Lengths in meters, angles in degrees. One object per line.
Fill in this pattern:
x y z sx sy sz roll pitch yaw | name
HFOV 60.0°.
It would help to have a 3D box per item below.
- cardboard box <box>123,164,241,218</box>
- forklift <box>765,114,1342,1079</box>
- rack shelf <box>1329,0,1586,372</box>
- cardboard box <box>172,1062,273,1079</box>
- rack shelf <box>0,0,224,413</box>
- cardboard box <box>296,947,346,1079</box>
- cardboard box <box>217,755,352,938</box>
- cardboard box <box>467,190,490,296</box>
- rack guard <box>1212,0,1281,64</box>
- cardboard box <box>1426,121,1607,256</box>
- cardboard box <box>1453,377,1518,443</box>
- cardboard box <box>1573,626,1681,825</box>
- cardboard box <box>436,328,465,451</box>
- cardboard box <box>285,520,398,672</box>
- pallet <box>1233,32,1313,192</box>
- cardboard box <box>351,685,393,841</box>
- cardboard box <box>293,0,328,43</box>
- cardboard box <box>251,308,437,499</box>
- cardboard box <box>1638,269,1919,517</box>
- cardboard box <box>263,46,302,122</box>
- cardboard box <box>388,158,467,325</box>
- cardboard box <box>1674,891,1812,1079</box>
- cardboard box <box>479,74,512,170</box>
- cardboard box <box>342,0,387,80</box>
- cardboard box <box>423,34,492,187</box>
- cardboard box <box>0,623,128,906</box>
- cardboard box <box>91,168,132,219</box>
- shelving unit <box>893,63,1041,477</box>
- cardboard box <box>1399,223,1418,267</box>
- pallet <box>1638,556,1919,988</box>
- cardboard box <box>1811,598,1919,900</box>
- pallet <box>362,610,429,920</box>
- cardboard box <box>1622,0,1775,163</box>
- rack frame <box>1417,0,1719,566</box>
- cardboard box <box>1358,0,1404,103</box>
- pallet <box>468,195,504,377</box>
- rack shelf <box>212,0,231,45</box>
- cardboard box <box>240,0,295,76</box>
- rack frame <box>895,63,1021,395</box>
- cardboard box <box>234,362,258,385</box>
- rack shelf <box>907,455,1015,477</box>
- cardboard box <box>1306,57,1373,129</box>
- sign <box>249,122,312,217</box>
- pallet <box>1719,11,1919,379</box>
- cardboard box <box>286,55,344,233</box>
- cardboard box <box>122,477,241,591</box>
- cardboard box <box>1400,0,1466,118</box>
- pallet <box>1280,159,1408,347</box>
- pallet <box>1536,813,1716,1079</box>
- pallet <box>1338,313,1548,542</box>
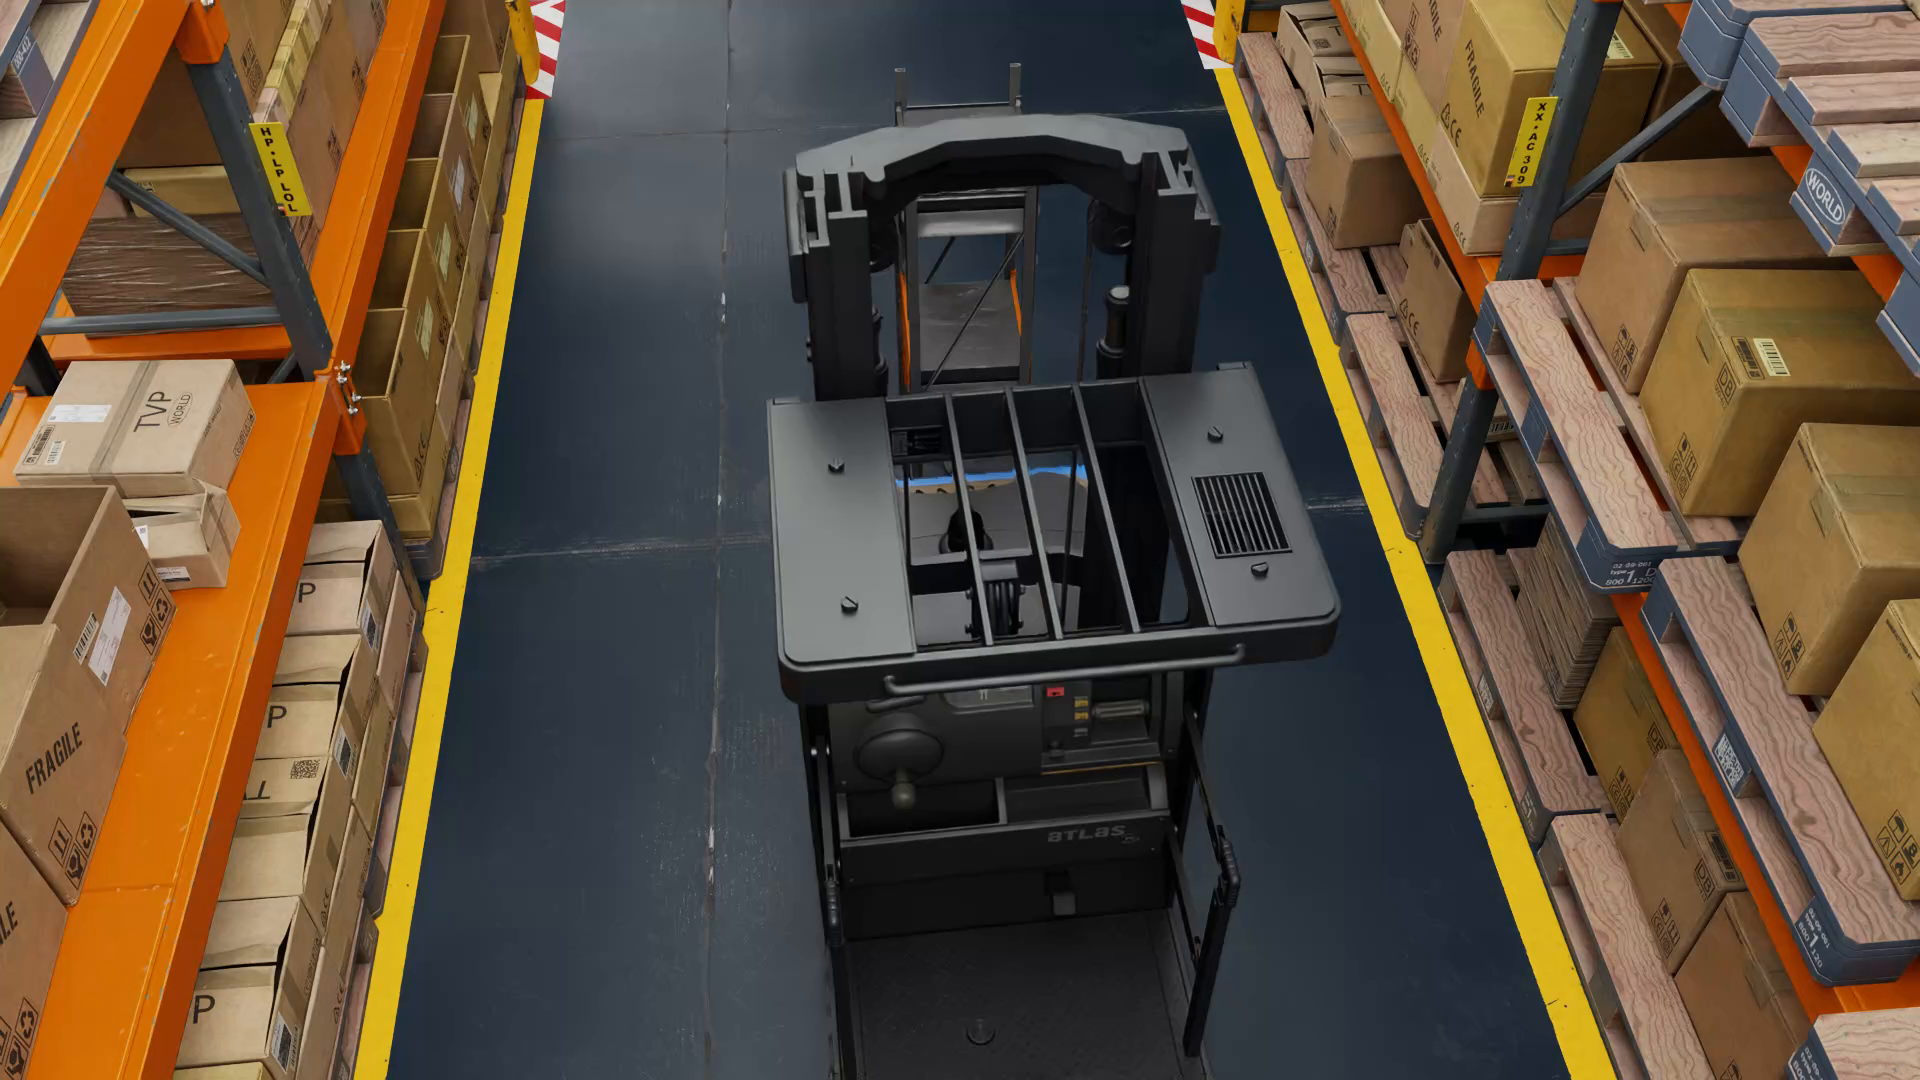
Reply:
-2.410 -1.162 5.269 0.380 0.149 0.250 -4 47 -3 | cardboard box
0.149 0.574 4.188 1.130 2.935 3.031 -5 47 -5 | forklift
2.188 -2.202 7.265 1.077 0.370 4.000 -3 47 -3 | rack shelf
-2.090 1.658 4.332 0.500 0.311 0.500 -5 47 -4 | cardboard box
-2.413 -0.035 3.147 1.077 0.370 4.000 -3 47 -3 | rack shelf
-2.132 1.490 4.878 0.500 0.250 0.500 -3 47 -2 | cardboard box
-2.172 0.923 5.028 0.500 0.311 0.500 -4 47 -3 | cardboard box
-2.439 -1.337 7.555 0.500 0.250 0.500 -3 47 -3 | cardboard box
2.027 -2.982 9.230 1.175 0.500 0.348 -3 47 -3 | rack guard
2.014 -1.282 5.987 0.500 0.250 0.500 -3 47 -3 | cardboard box
2.281 -0.564 6.867 0.380 0.166 0.250 -9 47 -8 | cardboard box
2.527 0.608 5.526 0.700 0.500 0.500 -4 47 -4 | cardboard box
-2.354 -0.613 6.869 0.500 0.250 0.500 -3 47 -3 | cardboard box
-2.261 0.185 5.727 0.500 0.311 0.500 -3 47 -3 | cardboard box
2.060 -2.292 8.776 1.003 0.211 1.213 -3 47 -3 | pallet
-2.216 0.751 5.577 0.500 0.250 0.500 -4 47 -4 | cardboard box
-2.497 -1.901 5.969 0.380 0.149 0.250 -5 47 -5 | cardboard box
-2.307 -0.510 6.255 0.500 0.500 0.500 -3 47 -3 | cardboard box
2.404 -0.413 4.703 0.700 0.500 0.500 1 47 1 | cardboard box
-2.455 -1.530 5.618 0.380 0.149 0.250 -5 47 -4 | cardboard box
-2.391 -1.233 6.940 0.500 0.500 0.500 -3 47 -3 | cardboard box
2.581 1.345 4.829 0.700 0.500 0.500 -4 47 -4 | cardboard box
-2.522 -2.060 8.240 0.500 0.250 0.500 -3 47 -3 | cardboard box
-2.757 -2.168 6.669 0.700 0.500 0.500 -2 47 -2 | cardboard box
-2.476 -1.957 7.625 0.500 0.500 0.500 -3 47 -3 | cardboard box
-2.447 0.567 4.078 0.500 0.500 0.500 -3 47 -3 | cardboard box
-2.817 -1.140 5.248 0.380 0.149 0.250 -4 47 -3 | cardboard box
0.014 -0.602 5.874 0.431 2.100 0.503 -3 47 -3 | shelving unit
2.241 -1.332 7.606 0.380 0.149 0.250 -7 47 -6 | cardboard box
2.484 0.528 4.316 1.003 0.211 1.213 -3 47 -3 | pallet
2.514 0.467 3.870 0.700 0.500 0.500 -3 47 -3 | cardboard box
-2.480 0.791 5.855 1.003 0.211 1.213 -3 47 -3 | pallet
2.524 -1.568 5.742 0.500 0.500 0.500 -4 47 -4 | cardboard box
2.355 -1.002 5.633 1.000 3.000 0.127 -3 47 -3 | rack frame
1.923 -2.006 6.673 0.500 0.250 0.500 -4 47 -4 | cardboard box
-2.711 -1.202 7.743 1.003 0.211 1.213 -3 47 -3 | pallet
-2.748 -2.929 5.888 1.077 0.370 4.000 -3 47 -3 | rack shelf
-2.668 -1.865 5.488 0.700 0.500 0.500 -4 47 -3 | cardboard box
-0.007 -0.779 6.041 0.400 2.100 0.015 -3 47 -3 | rack frame
-2.867 -0.840 6.567 0.500 0.500 0.500 -3 47 -3 | cardboard box
0.014 -0.112 6.392 0.431 0.518 0.480 -3 47 -3 | rack shelf
2.036 -2.204 8.321 0.500 0.311 0.500 0 47 0 | cardboard box
-2.041 -1.109 4.992 0.100 0.325 0.005 -3 47 -3 | sign
2.391 -0.766 3.473 1.213 0.211 1.003 -3 47 -3 | pallet
-2.675 -1.435 5.974 0.700 0.500 0.500 -4 47 -4 | cardboard box
-2.324 -0.027 4.802 0.396 0.266 0.258 -5 47 -4 | cardboard box
1.960 -1.899 6.056 0.500 0.500 0.500 -4 47 -4 | cardboard box
2.159 -1.412 7.942 1.003 0.211 1.213 -3 47 -3 | pallet
2.527 1.405 5.274 1.003 0.211 1.213 -3 47 -3 | pallet
2.264 -0.527 7.104 1.003 0.211 1.213 -3 47 -3 | pallet
